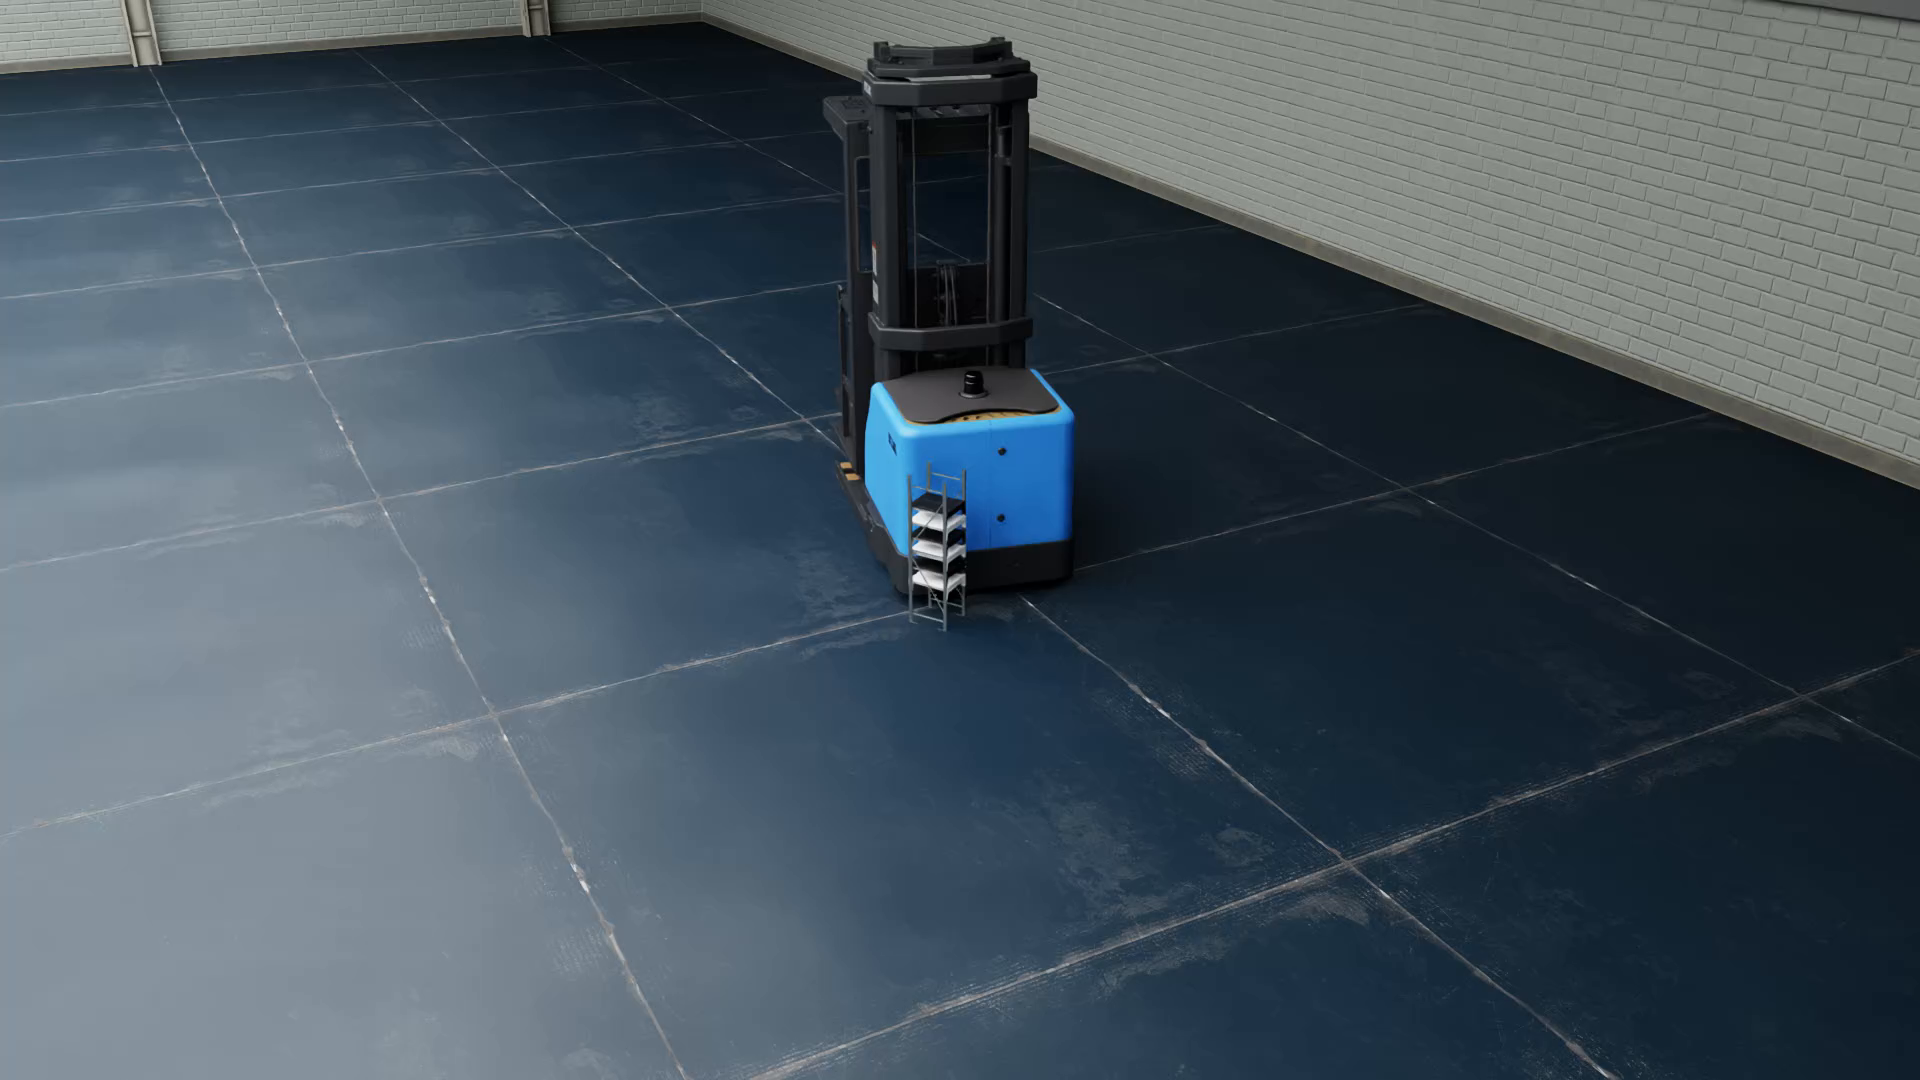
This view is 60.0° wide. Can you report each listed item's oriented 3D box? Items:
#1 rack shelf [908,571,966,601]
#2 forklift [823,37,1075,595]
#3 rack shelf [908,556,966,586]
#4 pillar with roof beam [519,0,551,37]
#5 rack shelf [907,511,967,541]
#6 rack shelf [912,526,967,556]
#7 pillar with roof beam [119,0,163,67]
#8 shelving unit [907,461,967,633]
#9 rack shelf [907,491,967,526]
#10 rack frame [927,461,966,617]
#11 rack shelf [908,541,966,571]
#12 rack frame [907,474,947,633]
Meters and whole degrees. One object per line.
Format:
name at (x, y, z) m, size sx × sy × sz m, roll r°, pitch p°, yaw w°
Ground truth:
rack shelf at (-0.126, 0.233, 9.217) m, size 0.258 × 0.077 × 0.200 m, roll 14°, pitch 29°, yaw 27°
forklift at (-0.200, -1.622, 10.243) m, size 1.130 × 2.935 × 3.031 m, roll -6°, pitch 26°, yaw -13°
rack shelf at (-0.126, 0.152, 9.178) m, size 0.258 × 0.077 × 0.200 m, roll 14°, pitch 29°, yaw 27°
pillar with roof beam at (-5.075, -10.893, 22.542) m, size 0.400 × 9.000 × 9.100 m, roll -13°, pitch 29°, yaw -25°
rack shelf at (-0.125, -0.091, 9.061) m, size 0.258 × 0.077 × 0.200 m, roll 14°, pitch 29°, yaw 27°
rack shelf at (-0.125, -0.010, 9.100) m, size 0.258 × 0.077 × 0.200 m, roll 14°, pitch 29°, yaw 27°
pillar with roof beam at (-10.369, -9.671, 19.997) m, size 0.400 × 9.000 × 9.100 m, roll -13°, pitch 29°, yaw -25°
shelving unit at (-0.126, 0.041, 9.125) m, size 0.258 × 0.900 × 0.210 m, roll 14°, pitch 29°, yaw 27°
rack shelf at (-0.125, -0.172, 9.022) m, size 0.258 × 0.077 × 0.200 m, roll 14°, pitch 29°, yaw 27°
rack frame at (-0.075, 0.003, 9.204) m, size 0.240 × 0.900 × 0.006 m, roll 14°, pitch 29°, yaw 27°
rack shelf at (-0.126, 0.071, 9.139) m, size 0.258 × 0.077 × 0.200 m, roll 14°, pitch 29°, yaw 27°
rack frame at (-0.176, 0.079, 9.045) m, size 0.240 × 0.900 × 0.006 m, roll 14°, pitch 29°, yaw 27°
